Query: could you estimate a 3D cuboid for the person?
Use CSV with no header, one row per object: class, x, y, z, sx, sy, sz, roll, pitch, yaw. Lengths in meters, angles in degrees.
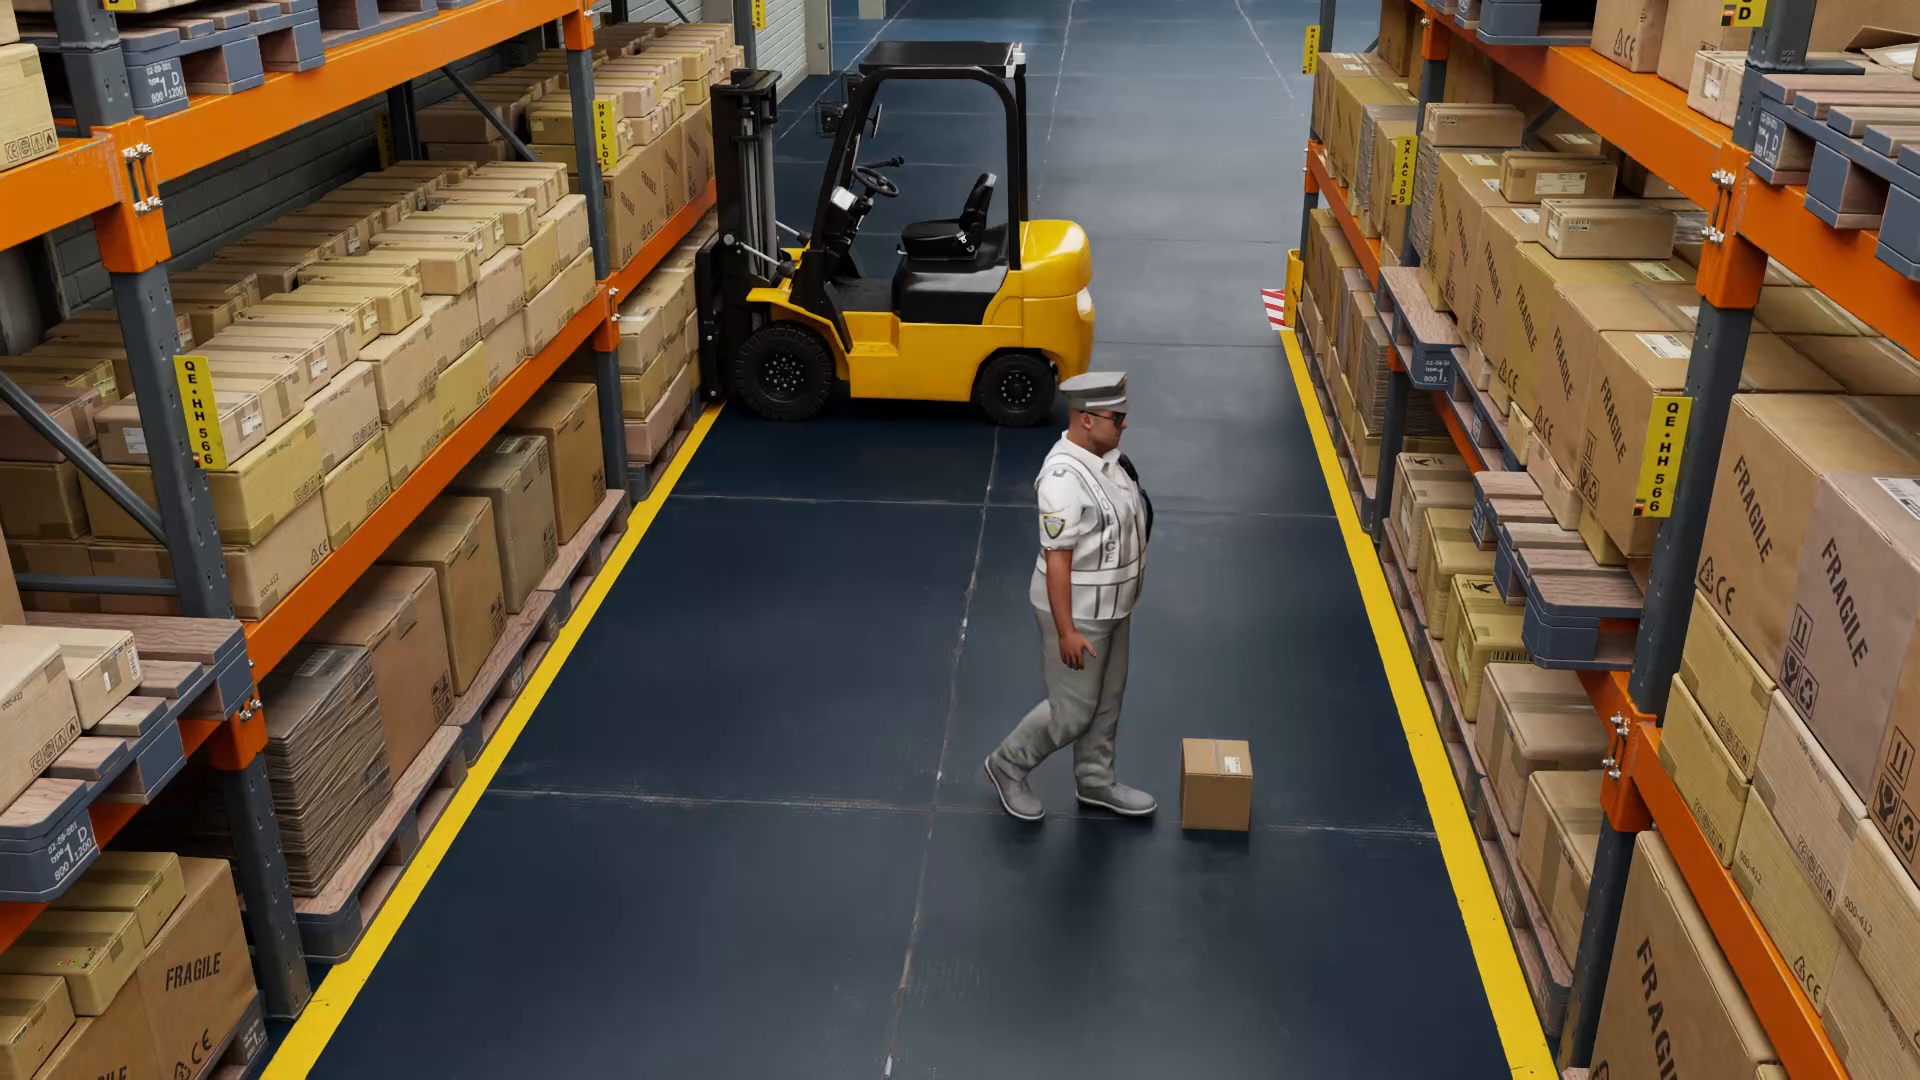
person,0.434,0.216,6.083,0.657,1.747,0.554,11,26,22
